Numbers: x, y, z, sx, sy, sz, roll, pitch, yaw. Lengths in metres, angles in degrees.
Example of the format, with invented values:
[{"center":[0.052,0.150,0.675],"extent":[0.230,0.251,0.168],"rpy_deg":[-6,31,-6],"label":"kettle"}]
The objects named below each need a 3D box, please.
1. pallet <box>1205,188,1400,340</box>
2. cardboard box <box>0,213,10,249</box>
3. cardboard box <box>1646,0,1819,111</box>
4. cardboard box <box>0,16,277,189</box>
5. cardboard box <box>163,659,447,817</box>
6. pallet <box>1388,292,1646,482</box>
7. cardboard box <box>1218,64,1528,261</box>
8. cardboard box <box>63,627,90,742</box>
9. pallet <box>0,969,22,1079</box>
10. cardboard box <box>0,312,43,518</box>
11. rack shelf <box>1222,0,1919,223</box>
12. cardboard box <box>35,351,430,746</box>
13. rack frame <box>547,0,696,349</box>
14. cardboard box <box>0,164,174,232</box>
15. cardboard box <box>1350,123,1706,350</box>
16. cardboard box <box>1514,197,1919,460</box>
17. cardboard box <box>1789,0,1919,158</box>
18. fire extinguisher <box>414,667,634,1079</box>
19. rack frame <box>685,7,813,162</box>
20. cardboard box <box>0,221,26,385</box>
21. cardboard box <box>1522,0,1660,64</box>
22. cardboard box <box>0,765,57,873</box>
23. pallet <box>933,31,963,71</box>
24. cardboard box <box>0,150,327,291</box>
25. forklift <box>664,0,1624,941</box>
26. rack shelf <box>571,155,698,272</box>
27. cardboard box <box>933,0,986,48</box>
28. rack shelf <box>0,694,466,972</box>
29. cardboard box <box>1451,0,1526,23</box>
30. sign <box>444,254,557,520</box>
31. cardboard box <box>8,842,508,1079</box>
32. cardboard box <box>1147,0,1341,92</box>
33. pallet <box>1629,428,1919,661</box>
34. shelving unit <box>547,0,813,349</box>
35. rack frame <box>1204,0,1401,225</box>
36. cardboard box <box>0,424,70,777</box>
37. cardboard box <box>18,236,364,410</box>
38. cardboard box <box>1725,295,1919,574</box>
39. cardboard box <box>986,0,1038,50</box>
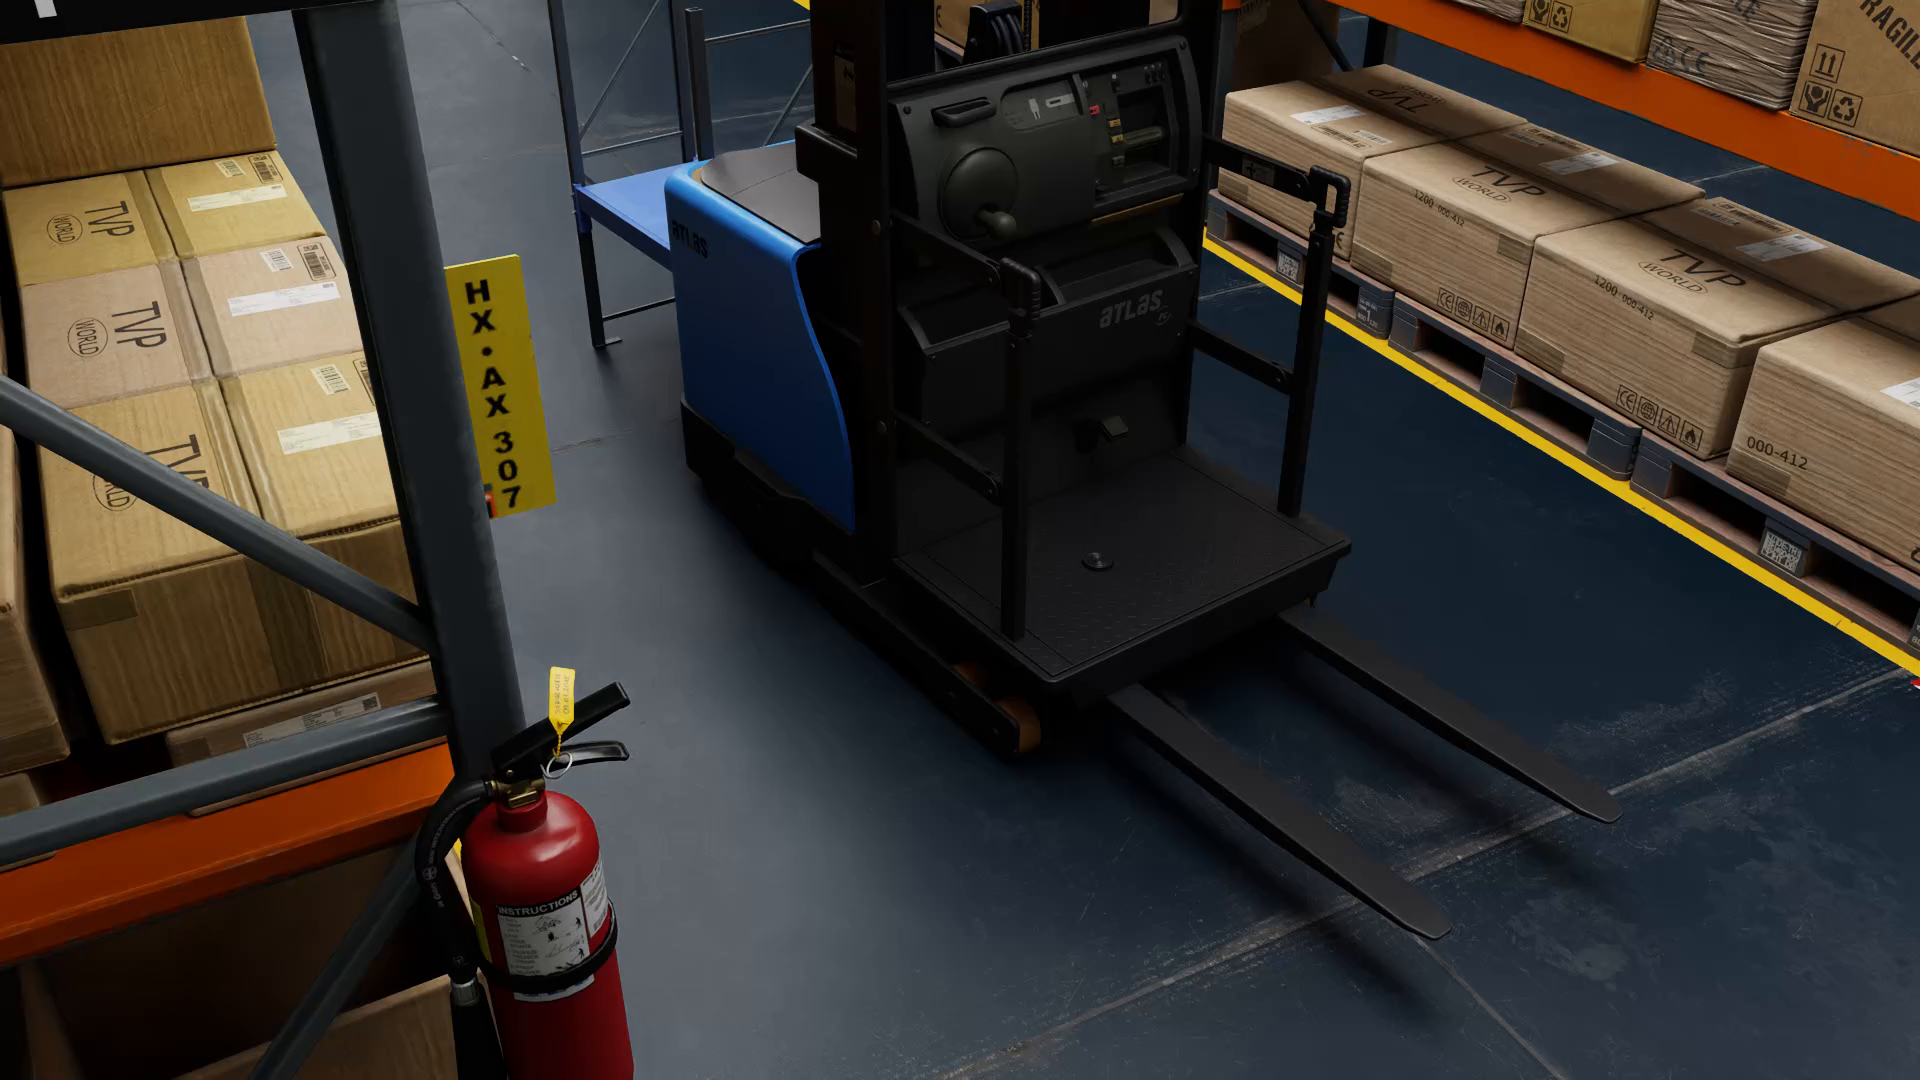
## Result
[{"center":[1.791,-1.272,7.040],"extent":[1.003,0.211,1.213],"rpy_deg":[-16,36,-23],"label":"pallet"},{"center":[-2.178,-0.618,3.298],"extent":[0.500,0.250,0.500],"rpy_deg":[-16,36,-23],"label":"cardboard box"},{"center":[2.442,-1.612,4.893],"extent":[0.500,0.500,0.500],"rpy_deg":[-15,36,-22],"label":"cardboard box"},{"center":[-1.692,-1.048,3.273],"extent":[0.500,0.500,0.500],"rpy_deg":[-15,36,-22],"label":"cardboard box"},{"center":[-0.930,0.210,2.374],"extent":[0.380,0.149,0.250],"rpy_deg":[-16,36,-23],"label":"cardboard box"},{"center":[2.363,-0.689,6.130],"extent":[1.003,0.211,1.213],"rpy_deg":[-16,36,-23],"label":"pallet"},{"center":[1.703,-1.600,6.953],"extent":[0.875,0.438,0.875],"rpy_deg":[-16,36,-24],"label":"cardboard box"},{"center":[-1.475,0.209,2.377],"extent":[0.380,0.149,0.250],"rpy_deg":[-15,35,-22],"label":"cardboard box"},{"center":[-1.427,1.088,3.356],"extent":[1.003,0.211,1.213],"rpy_deg":[-16,36,-23],"label":"pallet"},{"center":[-1.708,-0.131,2.537],"extent":[0.500,0.250,0.500],"rpy_deg":[-16,36,-23],"label":"cardboard box"},{"center":[2.438,-1.572,5.589],"extent":[1.077,0.370,4.000],"rpy_deg":[-16,36,-23],"label":"rack shelf"},{"center":[-0.992,-0.016,2.358],"extent":[0.500,0.250,0.500],"rpy_deg":[-16,36,-23],"label":"cardboard box"},{"center":[-1.209,-1.454,6.129],"extent":[0.500,1.500,0.032],"rpy_deg":[-22,39,-30],"label":"rack frame"},{"center":[-1.724,-0.737,3.482],"extent":[0.500,0.250,0.500],"rpy_deg":[-17,36,-24],"label":"cardboard box"},{"center":[2.121,-1.173,6.287],"extent":[0.875,0.438,0.875],"rpy_deg":[-17,36,-24],"label":"cardboard box"},{"center":[2.540,-0.743,5.614],"extent":[0.875,0.438,0.875],"rpy_deg":[-15,36,-22],"label":"cardboard box"},{"center":[2.690,-1.369,4.514],"extent":[0.500,0.500,0.500],"rpy_deg":[-17,36,-24],"label":"cardboard box"},{"center":[-0.542,0.474,2.147],"extent":[0.296,0.674,0.183],"rpy_deg":[-16,36,-23],"label":"fire extinguisher"},{"center":[-0.605,-1.013,5.441],"extent":[0.500,1.500,0.032],"rpy_deg":[-22,39,-30],"label":"rack frame"},{"center":[-1.935,-0.369,2.908],"extent":[0.500,0.250,0.500],"rpy_deg":[-15,35,-22],"label":"cardboard box"},{"center":[2.190,-1.855,5.273],"extent":[0.500,0.500,0.500],"rpy_deg":[-15,35,-22],"label":"cardboard box"},{"center":[-1.411,0.345,2.163],"extent":[0.380,0.149,0.250],"rpy_deg":[-16,36,-24],"label":"cardboard box"},{"center":[0.506,-2.587,9.092],"extent":[1.003,0.211,1.213],"rpy_deg":[-16,36,-23],"label":"pallet"},{"center":[-1.467,-0.498,3.110],"extent":[0.500,0.250,0.500],"rpy_deg":[-17,36,-24],"label":"cardboard box"},{"center":[0.372,-0.963,4.037],"extent":[1.130,2.935,3.031],"rpy_deg":[-22,39,-30],"label":"forklift"},{"center":[-0.907,-1.082,5.882],"extent":[0.538,0.185,1.000],"rpy_deg":[-22,39,-30],"label":"rack shelf"},{"center":[0.301,-3.243,9.111],"extent":[0.875,0.875,0.875],"rpy_deg":[-15,36,-23],"label":"cardboard box"},{"center":[-1.952,-0.321,3.638],"extent":[1.077,0.370,4.000],"rpy_deg":[-16,36,-23],"label":"rack shelf"},{"center":[1.950,-2.101,5.656],"extent":[0.500,0.500,0.500],"rpy_deg":[-16,36,-23],"label":"cardboard box"},{"center":[-0.539,-0.171,1.934],"extent":[0.100,0.325,0.005],"rpy_deg":[-16,36,-23],"label":"sign"},{"center":[-1.221,0.889,3.007],"extent":[0.797,0.503,0.637],"rpy_deg":[-17,37,-25],"label":"cardboard box"},{"center":[1.145,-2.387,7.775],"extent":[0.875,0.875,0.875],"rpy_deg":[-15,35,-22],"label":"cardboard box"},{"center":[2.928,-0.108,5.223],"extent":[1.003,0.211,1.213],"rpy_deg":[-16,36,-23],"label":"pallet"},{"center":[-0.907,-1.234,5.785],"extent":[0.538,1.500,1.048],"rpy_deg":[-22,39,-30],"label":"shelving unit"},{"center":[1.505,-2.829,6.885],"extent":[1.000,3.000,0.127],"rpy_deg":[-16,36,-23],"label":"rack frame"},{"center":[-1.468,0.115,2.153],"extent":[0.500,0.250,0.500],"rpy_deg":[-15,36,-22],"label":"cardboard box"},{"center":[-1.228,-0.257,2.733],"extent":[0.500,0.250,0.500],"rpy_deg":[-15,36,-23],"label":"cardboard box"},{"center":[2.974,-0.308,4.936],"extent":[0.875,0.438,0.875],"rpy_deg":[-17,36,-25],"label":"cardboard box"},{"center":[0.717,-2.816,8.445],"extent":[0.875,0.875,0.875],"rpy_deg":[-15,36,-22],"label":"cardboard box"}]
